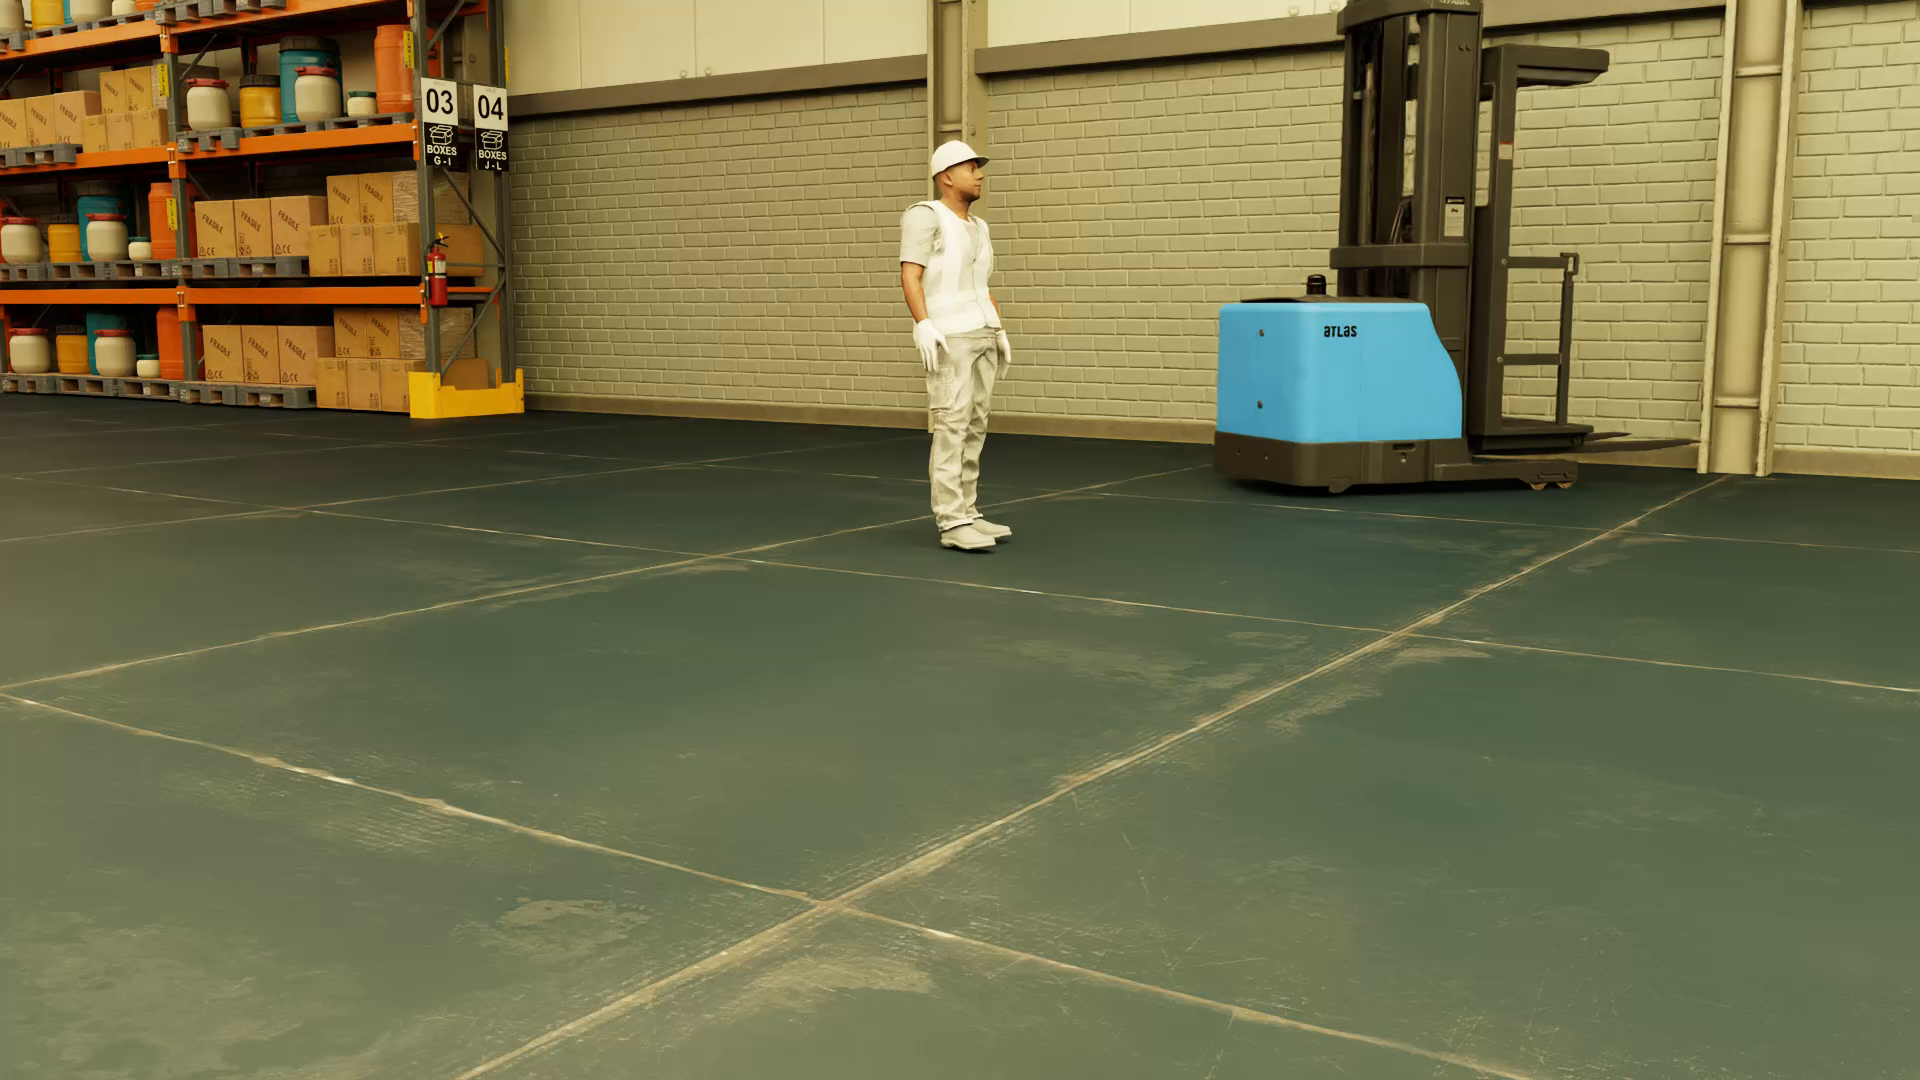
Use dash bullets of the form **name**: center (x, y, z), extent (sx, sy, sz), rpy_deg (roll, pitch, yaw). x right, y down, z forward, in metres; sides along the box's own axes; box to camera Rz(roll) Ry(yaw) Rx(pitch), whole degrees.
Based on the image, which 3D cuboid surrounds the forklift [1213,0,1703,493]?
- **forklift**: center (3.097, -1.815, 9.955), extent (3.031, 2.935, 1.130), rpy_deg (-3, 9, -21)

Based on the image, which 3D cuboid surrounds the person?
- **person**: center (0.054, -0.883, 7.430), extent (0.577, 1.782, 0.656), rpy_deg (5, 10, 34)
